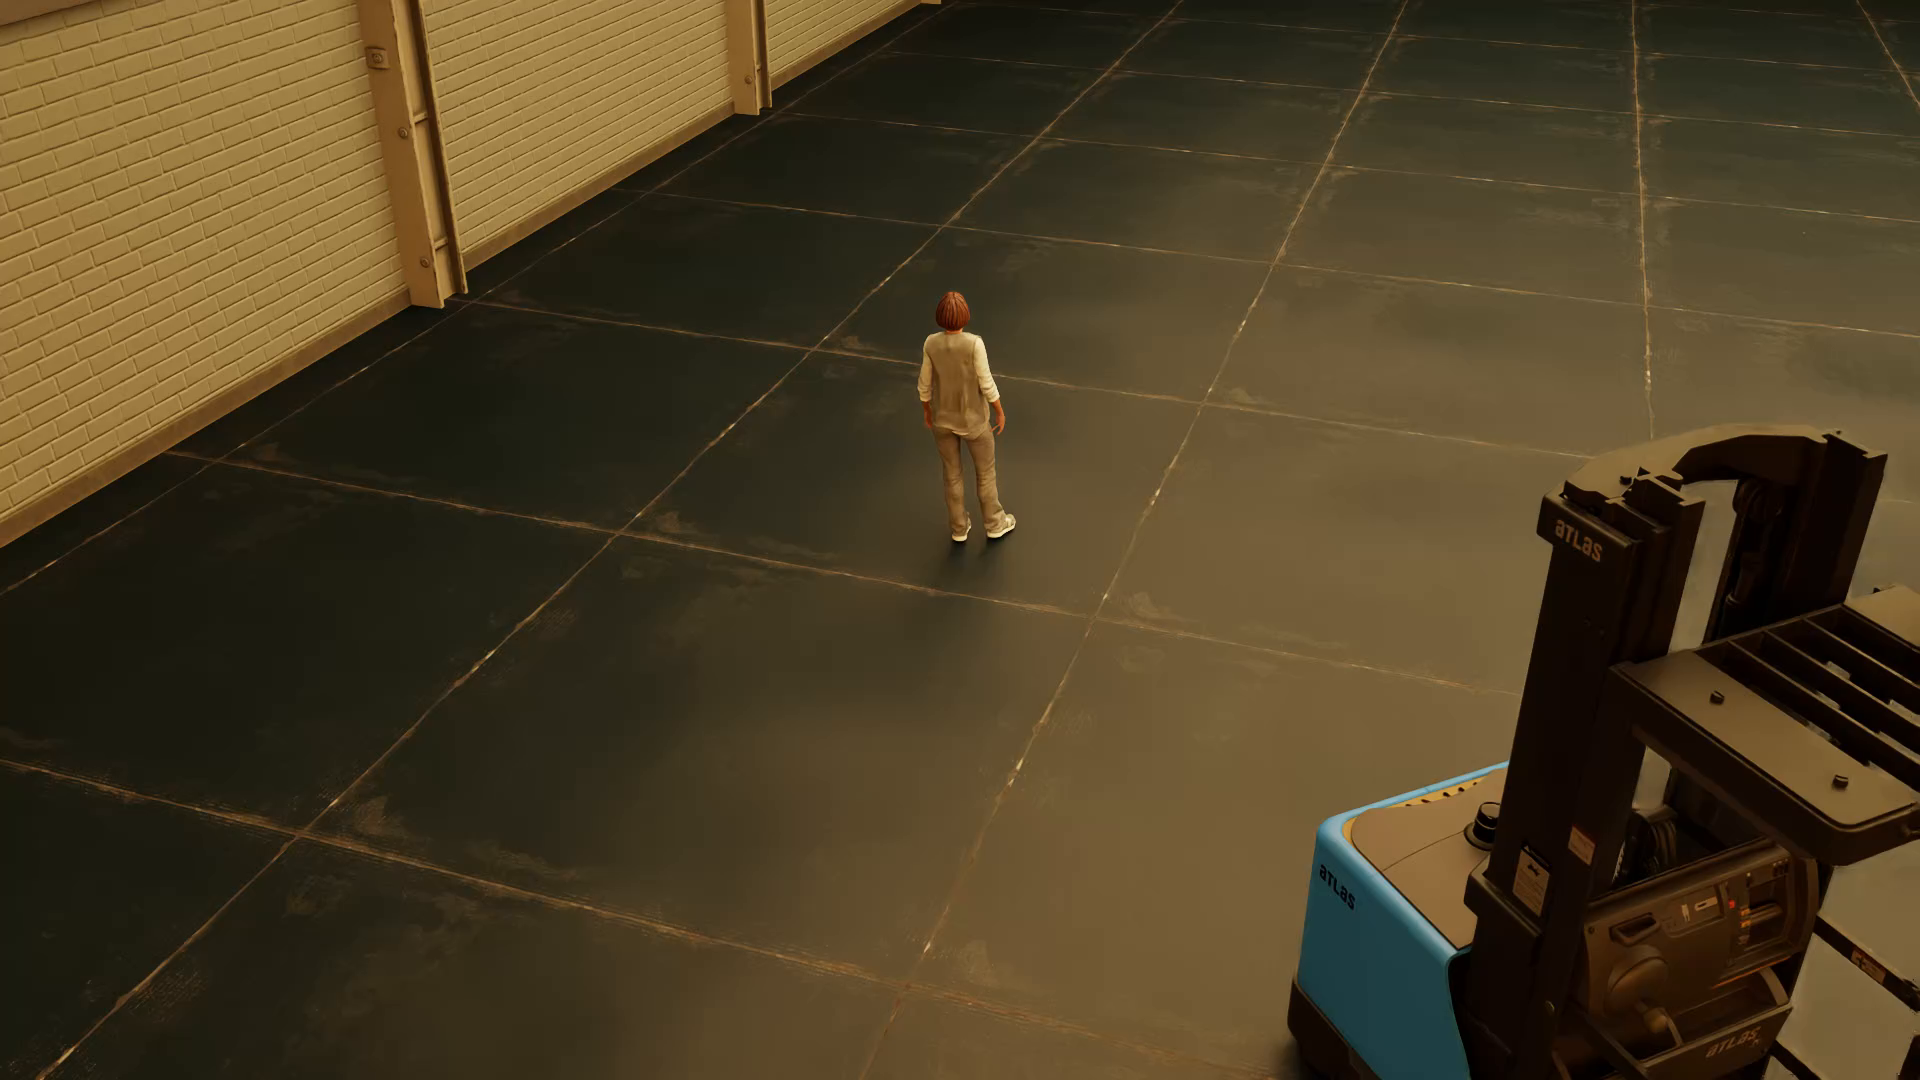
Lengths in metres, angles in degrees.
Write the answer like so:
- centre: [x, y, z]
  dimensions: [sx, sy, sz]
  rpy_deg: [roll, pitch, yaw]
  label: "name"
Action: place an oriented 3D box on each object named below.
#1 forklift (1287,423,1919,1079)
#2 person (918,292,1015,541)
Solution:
- centre: [2.362, 1.259, 4.927]
  dimensions: [1.130, 2.935, 3.031]
  rpy_deg: [-13, 32, -21]
  label: "forklift"
- centre: [0.037, -0.732, 9.753]
  dimensions: [0.520, 1.597, 0.475]
  rpy_deg: [10, 31, 16]
  label: "person"
